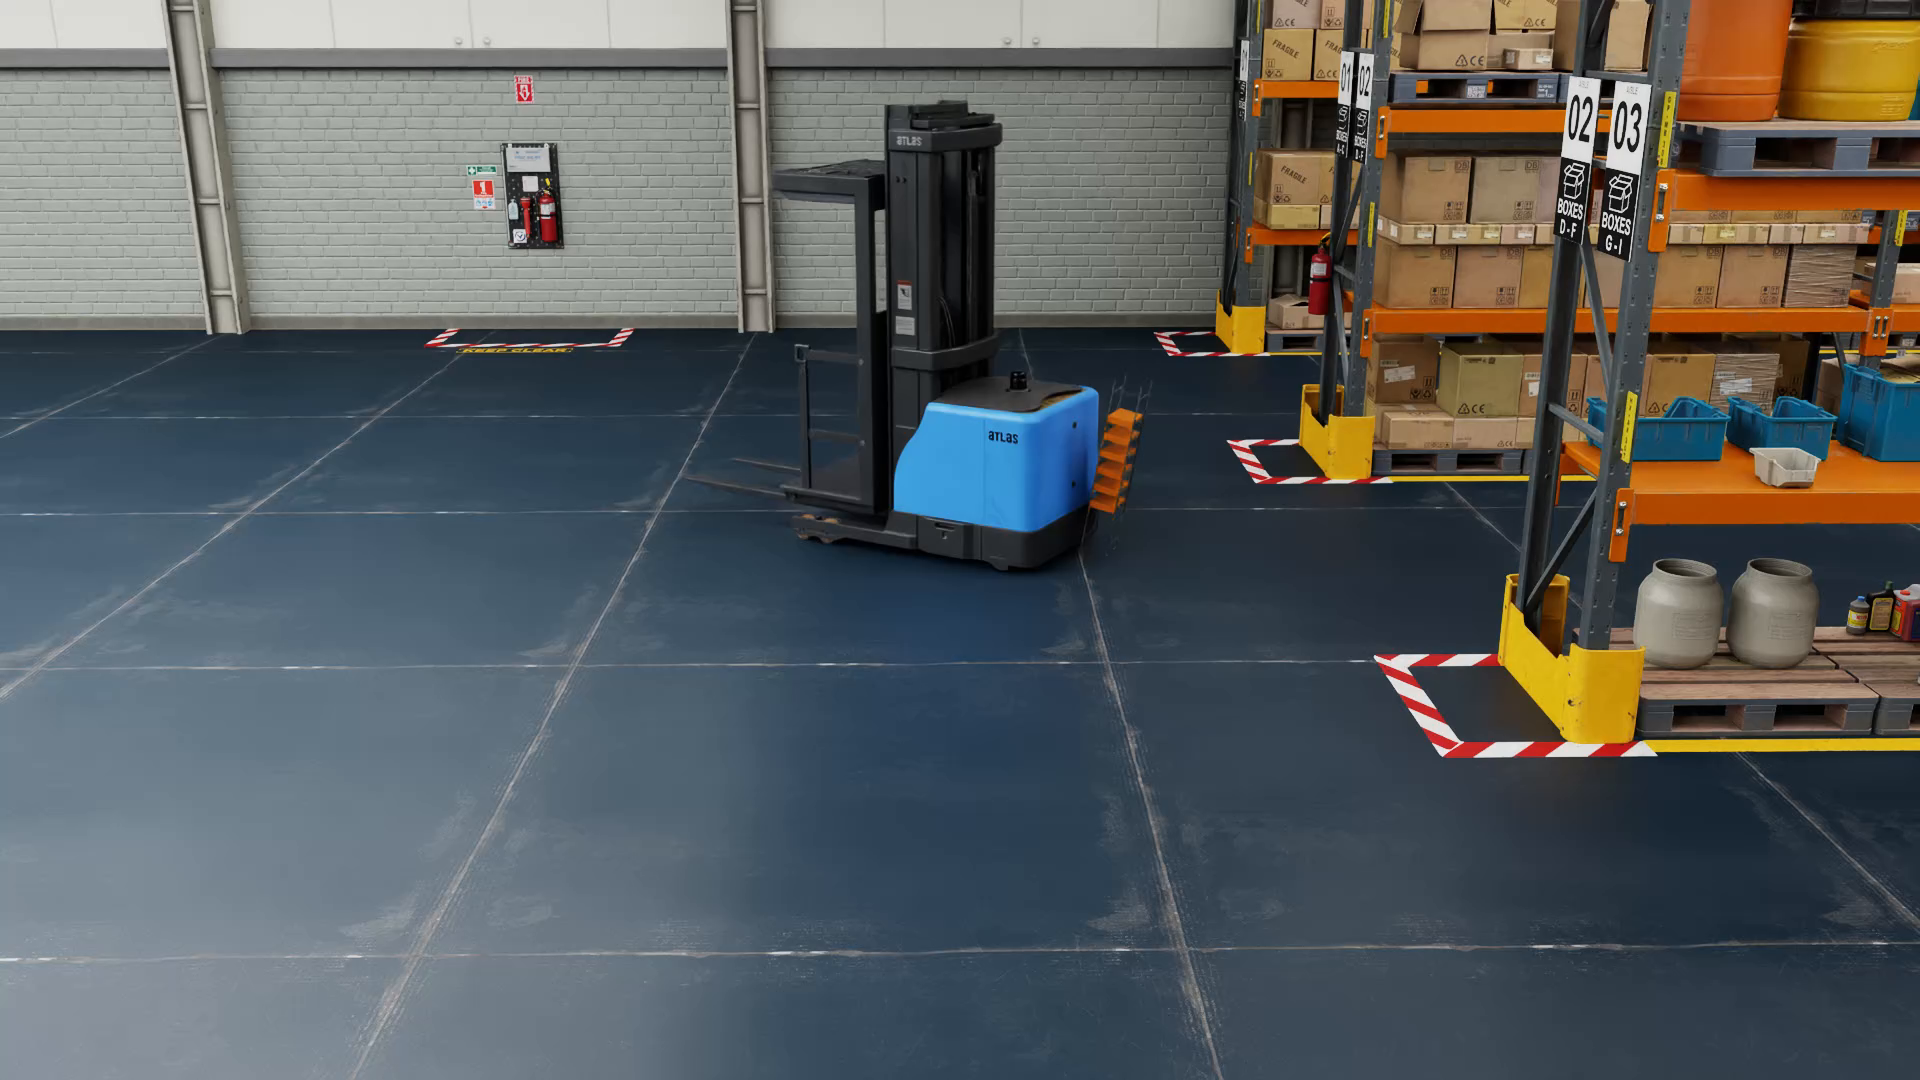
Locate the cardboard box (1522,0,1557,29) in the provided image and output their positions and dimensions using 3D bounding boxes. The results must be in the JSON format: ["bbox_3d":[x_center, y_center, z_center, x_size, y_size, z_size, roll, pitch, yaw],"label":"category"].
[{"bbox_3d":[5.944,-5.484,16.987,0.500,0.500,0.500,1,18,2],"label":"cardboard box"}]

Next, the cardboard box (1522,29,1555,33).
[{"bbox_3d":[5.985,-5.022,17.185,0.500,0.500,0.500,-2,18,-6],"label":"cardboard box"}]

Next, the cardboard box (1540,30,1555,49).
[{"bbox_3d":[4.777,-3.822,12.870,0.500,0.311,0.500,2,18,6],"label":"cardboard box"}]

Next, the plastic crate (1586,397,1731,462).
[{"bbox_3d":[3.644,-0.591,8.723,0.616,0.251,0.499,0,18,-1],"label":"plastic crate"}]

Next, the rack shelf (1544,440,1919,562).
[{"bbox_3d":[5.148,-0.235,8.548,4.000,0.370,1.077,0,18,-1],"label":"rack shelf"}]

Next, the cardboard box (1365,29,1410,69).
[{"bbox_3d":[4.387,-5.000,17.116,0.500,0.500,0.500,1,18,2],"label":"cardboard box"}]

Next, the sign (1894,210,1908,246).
[{"bbox_3d":[7.084,-2.381,12.511,0.005,0.325,0.100,0,18,-1],"label":"sign"}]

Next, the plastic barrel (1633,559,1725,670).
[{"bbox_3d":[3.805,0.390,8.806,0.421,0.512,0.421,0,18,0],"label":"plastic barrel"}]

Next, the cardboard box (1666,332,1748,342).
[{"bbox_3d":[6.105,-1.437,13.701,0.500,0.500,0.500,0,18,-1],"label":"cardboard box"}]

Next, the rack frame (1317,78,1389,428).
[{"bbox_3d":[3.074,-2.081,13.124,0.127,3.000,1.000,0,18,-1],"label":"rack frame"}]

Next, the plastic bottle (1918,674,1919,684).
[{"bbox_3d":[4.966,0.608,8.488,0.097,0.271,0.097,0,18,0],"label":"plastic bottle"}]

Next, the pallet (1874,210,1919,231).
[{"bbox_3d":[10.280,-3.505,17.878,1.003,0.211,1.213,0,18,-1],"label":"pallet"}]

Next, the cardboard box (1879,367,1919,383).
[{"bbox_3d":[7.491,-1.184,13.223,0.500,0.311,0.500,0,18,-1],"label":"cardboard box"}]

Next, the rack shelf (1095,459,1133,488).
[{"bbox_3d":[1.033,-0.452,11.109,0.180,0.103,0.258,18,23,19],"label":"rack shelf"}]

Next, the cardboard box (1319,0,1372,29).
[{"bbox_3d":[3.884,-5.470,16.945,0.500,0.500,0.500,0,18,-1],"label":"cardboard box"}]

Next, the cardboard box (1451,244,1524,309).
[{"bbox_3d":[4.066,-2.131,13.116,0.500,0.500,0.700,0,18,1],"label":"cardboard box"}]

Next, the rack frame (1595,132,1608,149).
[{"bbox_3d":[6.992,-3.613,17.900,0.127,3.000,1.000,0,18,-1],"label":"rack frame"}]

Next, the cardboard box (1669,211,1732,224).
[{"bbox_3d":[5.624,-2.756,12.942,0.500,0.500,0.700,0,18,-1],"label":"cardboard box"}]

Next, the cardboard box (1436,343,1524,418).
[{"bbox_3d":[4.114,-1.266,13.171,0.500,0.500,0.500,0,18,-1],"label":"cardboard box"}]

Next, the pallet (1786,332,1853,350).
[{"bbox_3d":[8.993,-2.296,18.360,1.213,0.211,1.003,0,18,-1],"label":"pallet"}]

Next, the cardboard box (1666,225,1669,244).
[{"bbox_3d":[5.270,-2.382,12.837,0.250,0.149,0.380,0,18,1],"label":"cardboard box"}]

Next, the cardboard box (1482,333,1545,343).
[{"bbox_3d":[4.605,-1.431,13.685,0.500,0.500,0.500,0,18,-1],"label":"cardboard box"}]

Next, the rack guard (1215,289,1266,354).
[{"bbox_3d":[3.068,-2.404,18.223,0.348,0.500,1.175,0,18,-1],"label":"rack guard"}]

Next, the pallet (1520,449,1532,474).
[{"bbox_3d":[5.055,-0.775,13.617,1.213,0.211,1.003,0,18,-1],"label":"pallet"}]

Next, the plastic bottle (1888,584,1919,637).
[{"bbox_3d":[5.230,0.384,9.179,0.135,0.276,0.152,0,18,0],"label":"plastic bottle"}]

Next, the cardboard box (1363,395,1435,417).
[{"bbox_3d":[3.606,-1.064,13.769,0.500,0.250,0.500,0,18,-1],"label":"cardboard box"}]

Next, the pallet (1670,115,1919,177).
[{"bbox_3d":[3.977,-1.881,7.898,1.213,0.211,1.003,0,18,-1],"label":"pallet"}]

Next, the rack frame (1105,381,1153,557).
[{"bbox_3d":[1.122,-0.466,11.063,0.006,1.200,0.240,18,23,19],"label":"rack frame"}]

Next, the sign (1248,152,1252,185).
[{"bbox_3d":[3.001,-3.840,17.191,0.005,0.325,0.100,0,18,-1],"label":"sign"}]

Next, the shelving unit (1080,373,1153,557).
[{"bbox_3d":[1.040,-0.493,11.093,0.189,1.200,0.258,18,23,19],"label":"shelving unit"}]

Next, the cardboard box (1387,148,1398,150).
[{"bbox_3d":[4.480,-3.959,17.965,0.500,0.500,0.500,-1,18,-2],"label":"cardboard box"}]

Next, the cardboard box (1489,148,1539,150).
[{"bbox_3d":[6.001,-3.969,17.993,0.500,0.500,0.500,0,18,-1],"label":"cardboard box"}]

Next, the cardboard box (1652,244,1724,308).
[{"bbox_3d":[5.601,-2.138,13.138,0.500,0.500,0.700,0,18,0],"label":"cardboard box"}]

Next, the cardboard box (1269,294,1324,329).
[{"bbox_3d":[3.685,-2.499,18.108,0.500,0.311,0.500,-2,18,-7],"label":"cardboard box"}]

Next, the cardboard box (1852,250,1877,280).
[{"bbox_3d":[9.701,-3.006,18.151,0.500,0.250,0.500,0,18,0],"label":"cardboard box"}]

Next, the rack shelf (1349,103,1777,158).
[{"bbox_3d":[5.074,-3.176,12.806,4.000,0.370,1.077,0,18,-1],"label":"rack shelf"}]

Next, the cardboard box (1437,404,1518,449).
[{"bbox_3d":[4.114,-0.910,13.287,0.500,0.250,0.500,0,18,-1],"label":"cardboard box"}]

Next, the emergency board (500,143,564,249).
[{"bbox_3d":[-4.792,-3.832,18.583,0.643,1.169,0.194,0,18,-1],"label":"emergency board"}]

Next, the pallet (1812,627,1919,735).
[{"bbox_3d":[5.253,0.738,8.902,1.213,0.211,1.003,0,18,-1],"label":"pallet"}]

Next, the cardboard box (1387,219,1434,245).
[{"bbox_3d":[3.470,-2.374,12.810,0.250,0.149,0.380,0,18,-1],"label":"cardboard box"}]

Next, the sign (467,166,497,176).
[{"bbox_3d":[-5.342,-4.128,18.578,0.331,0.109,0.001,0,18,-1],"label":"sign"}]

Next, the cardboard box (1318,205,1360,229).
[{"bbox_3d":[4.004,-3.444,17.586,0.500,0.250,0.500,-1,18,-3],"label":"cardboard box"}]

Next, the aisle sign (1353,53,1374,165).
[{"bbox_3d":[3.013,-3.225,12.434,0.004,0.787,0.394,0,18,-1],"label":"aisle sign"}]

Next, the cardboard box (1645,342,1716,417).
[{"bbox_3d":[5.613,-1.277,13.203,0.500,0.500,0.500,0,18,-1],"label":"cardboard box"}]

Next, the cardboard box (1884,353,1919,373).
[{"bbox_3d":[7.994,-1.352,13.747,0.500,0.311,0.500,0,18,1],"label":"cardboard box"}]

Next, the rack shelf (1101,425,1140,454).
[{"bbox_3d":[1.071,-0.672,11.021,0.180,0.103,0.258,18,23,19],"label":"rack shelf"}]

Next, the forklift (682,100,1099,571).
[{"bbox_3d":[-0.580,-1.505,11.439,3.031,2.935,1.130,10,20,28],"label":"forklift"}]

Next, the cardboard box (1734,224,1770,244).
[{"bbox_3d":[6.033,-2.386,12.848,0.250,0.149,0.380,0,18,-1],"label":"cardboard box"}]

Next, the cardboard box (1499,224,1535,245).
[{"bbox_3d":[4.236,-2.377,12.821,0.250,0.149,0.380,-1,18,-2],"label":"cardboard box"}]

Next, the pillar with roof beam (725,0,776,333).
[{"bbox_3d":[-2.253,-5.374,13.569,0.400,9.000,9.100,0,18,-1],"label":"pillar with roof beam"}]

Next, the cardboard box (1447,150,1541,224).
[{"bbox_3d":[4.120,-2.749,12.919,0.500,0.500,0.700,-1,18,-2],"label":"cardboard box"}]

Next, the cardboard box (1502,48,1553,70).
[{"bbox_3d":[4.253,-3.608,12.468,0.250,0.149,0.380,0,18,-1],"label":"cardboard box"}]

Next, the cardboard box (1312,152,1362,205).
[{"bbox_3d":[3.969,-3.799,17.464,0.500,0.500,0.500,0,18,-1],"label":"cardboard box"}]

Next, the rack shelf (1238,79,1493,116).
[{"bbox_3d":[4.992,-4.689,17.522,4.000,0.370,1.077,0,18,-1],"label":"rack shelf"}]

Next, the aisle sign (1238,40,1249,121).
[{"bbox_3d":[2.925,-4.740,17.156,0.004,0.787,0.394,0,18,-1],"label":"aisle sign"}]

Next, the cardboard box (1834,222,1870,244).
[{"bbox_3d":[6.805,-2.390,12.862,0.250,0.149,0.380,0,18,-1],"label":"cardboard box"}]
